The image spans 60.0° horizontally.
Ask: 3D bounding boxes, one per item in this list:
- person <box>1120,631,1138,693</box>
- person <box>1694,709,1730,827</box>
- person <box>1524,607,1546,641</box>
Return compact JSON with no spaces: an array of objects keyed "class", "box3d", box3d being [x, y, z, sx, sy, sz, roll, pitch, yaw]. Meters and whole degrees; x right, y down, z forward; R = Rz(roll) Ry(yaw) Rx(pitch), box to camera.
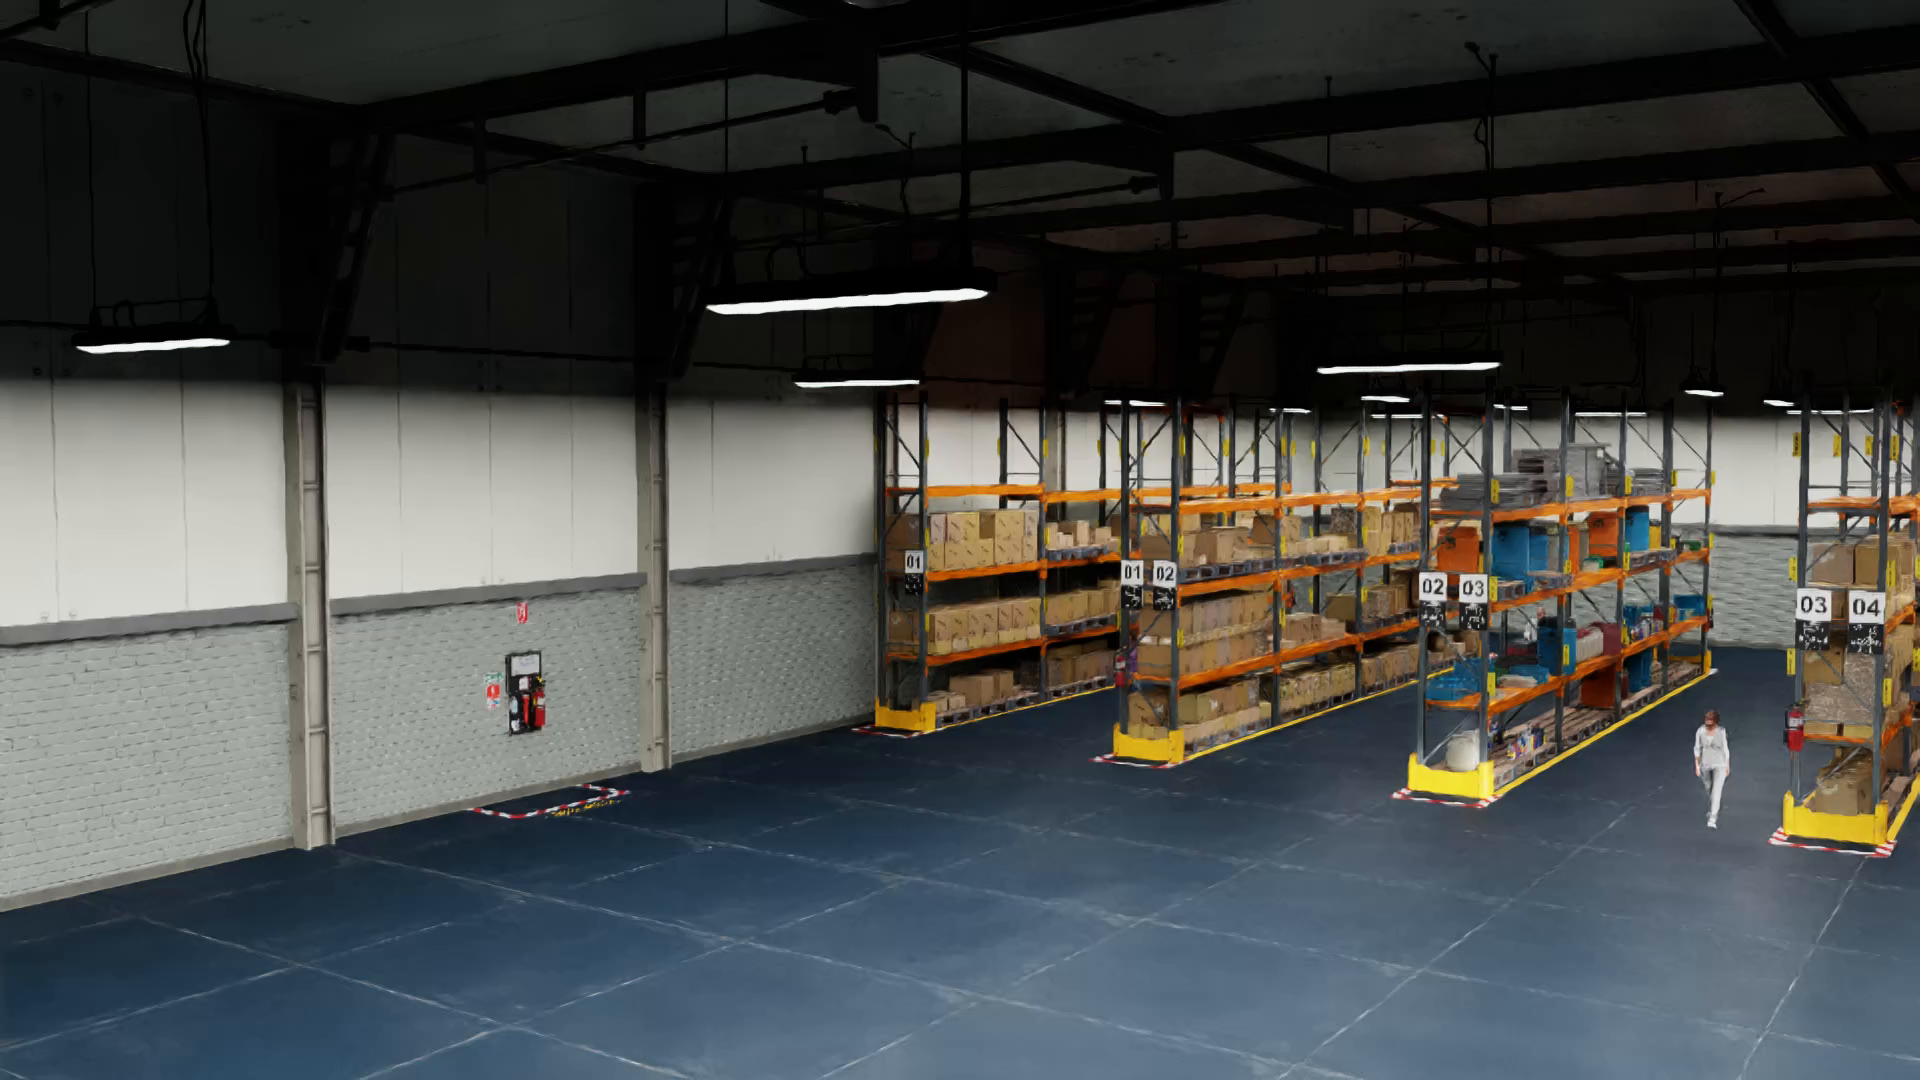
[{"class":"person","box3d":[3.215,2.477,31.433,0.402,1.533,0.955,2,4,26]},{"class":"person","box3d":[9.996,2.995,22.146,0.418,1.512,1.034,2,4,38]},{"class":"person","box3d":[12.016,2.202,34.338,0.736,1.647,0.891,3,4,39]}]
